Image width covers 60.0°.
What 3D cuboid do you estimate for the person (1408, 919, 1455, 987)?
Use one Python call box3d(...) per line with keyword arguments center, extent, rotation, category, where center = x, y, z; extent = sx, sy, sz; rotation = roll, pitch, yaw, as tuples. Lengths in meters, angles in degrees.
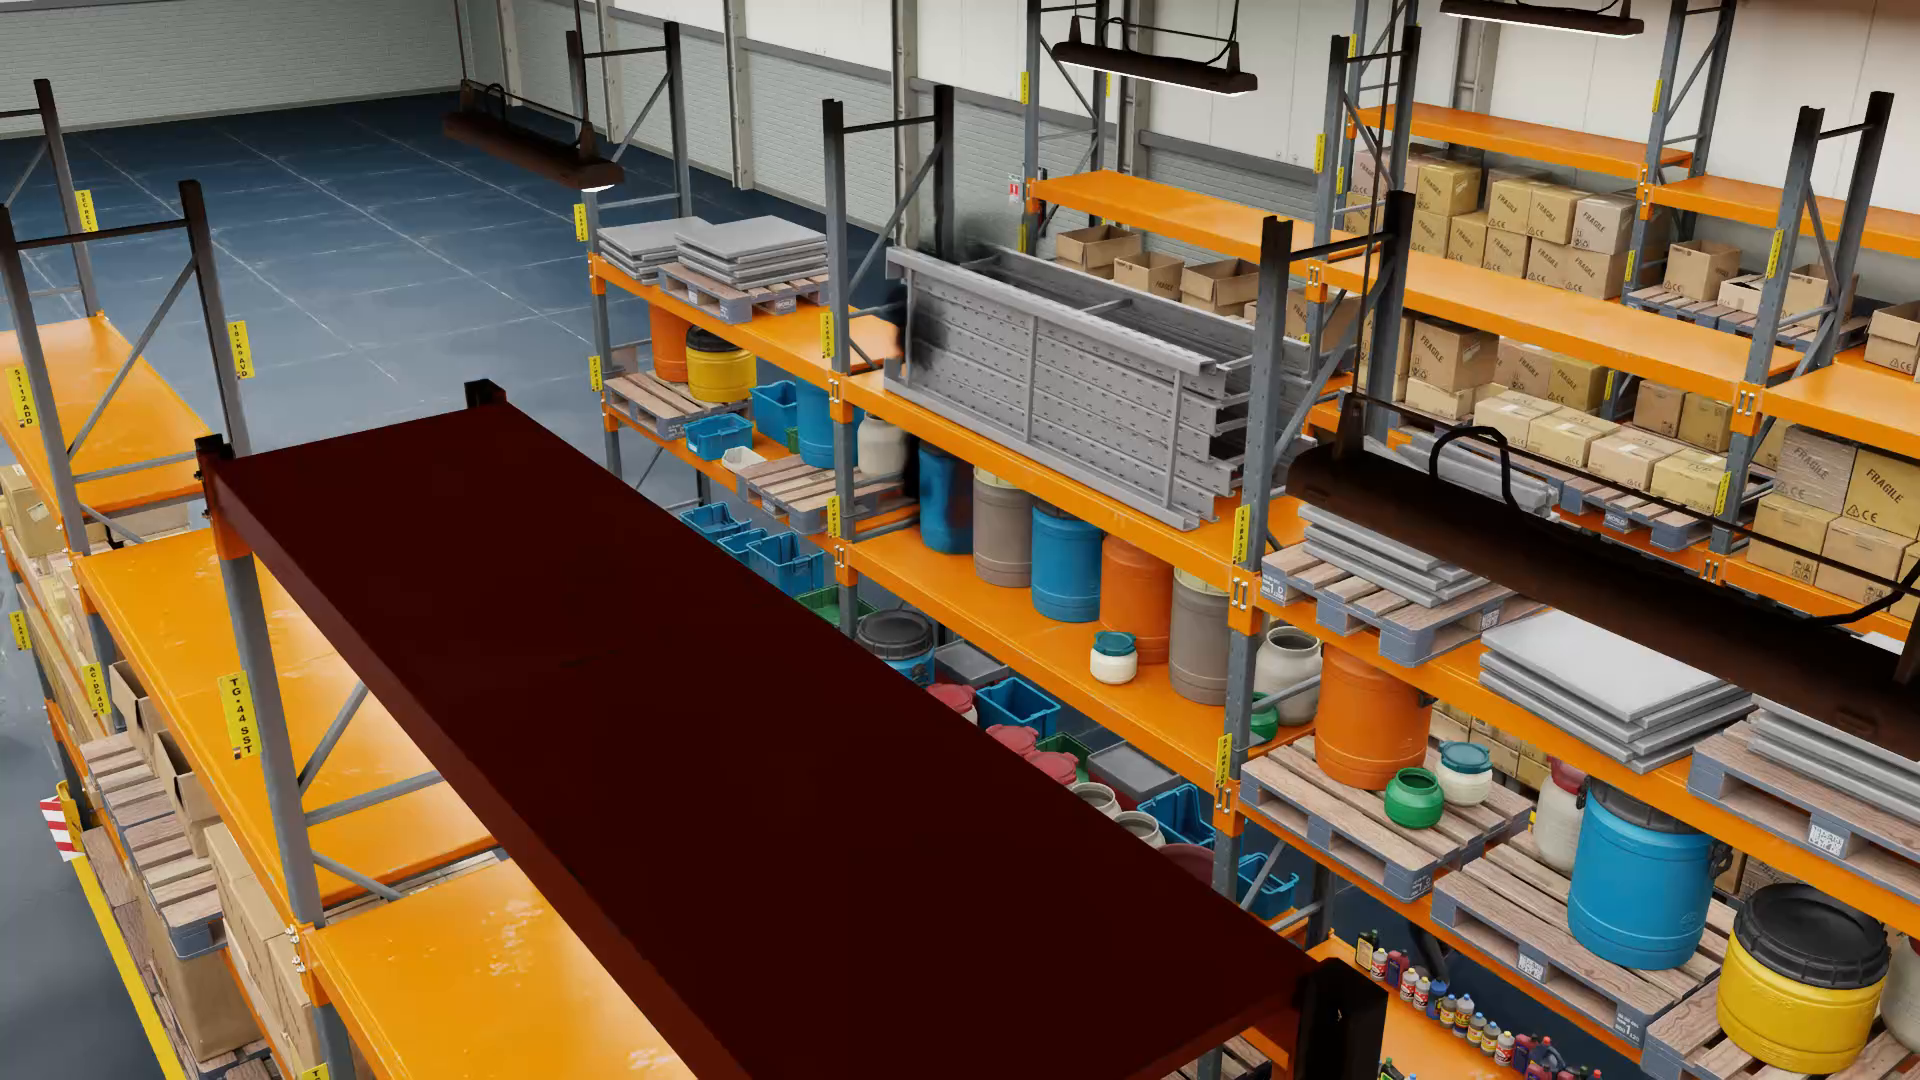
box3d(center=(3.328, 2.415, 11.831), extent=(0.570, 1.618, 0.561), rotation=(22, 32, 39), category="person")
